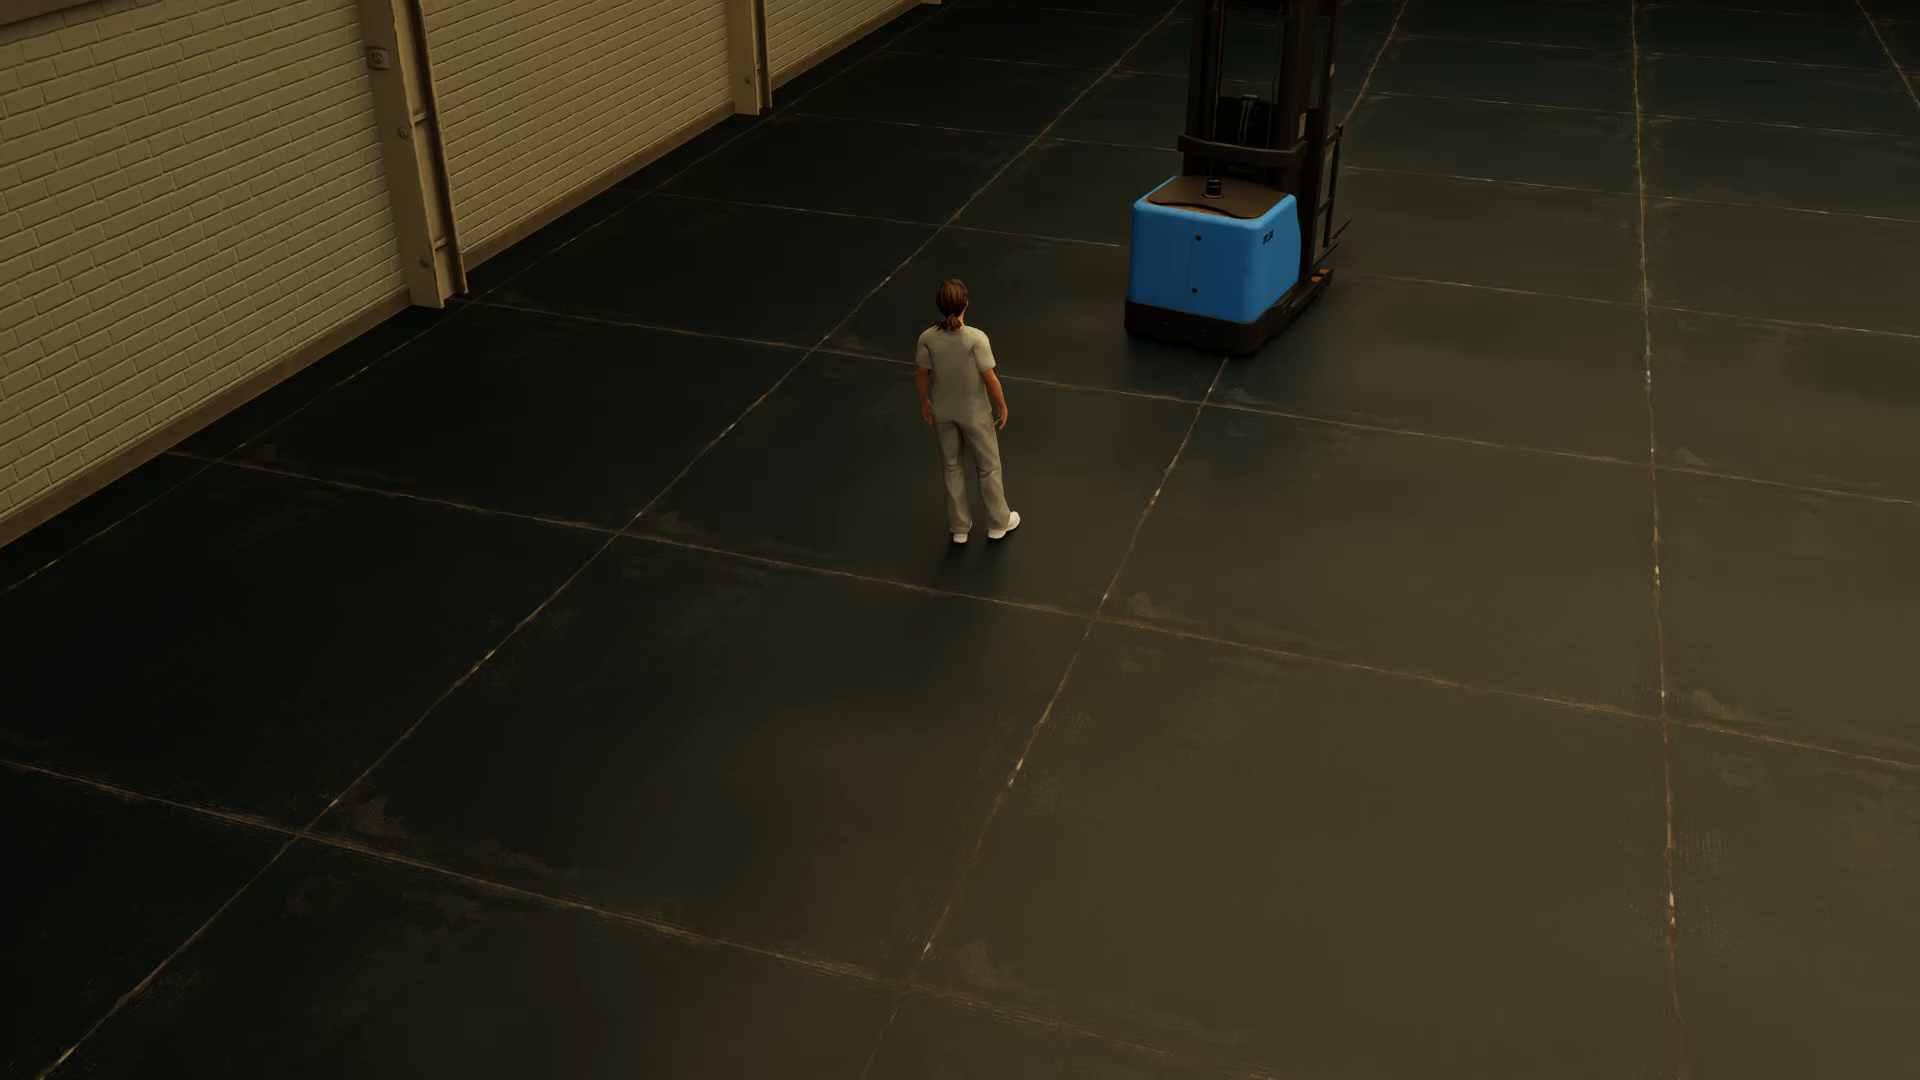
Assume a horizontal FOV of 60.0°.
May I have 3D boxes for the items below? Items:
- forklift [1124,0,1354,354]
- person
[{"bbox_3d":[2.425,-3.359,13.030,1.130,2.935,3.031,15,33,25],"label":"forklift"},{"bbox_3d":[0.037,-0.767,9.735,0.549,1.673,0.548,10,31,16],"label":"person"}]
